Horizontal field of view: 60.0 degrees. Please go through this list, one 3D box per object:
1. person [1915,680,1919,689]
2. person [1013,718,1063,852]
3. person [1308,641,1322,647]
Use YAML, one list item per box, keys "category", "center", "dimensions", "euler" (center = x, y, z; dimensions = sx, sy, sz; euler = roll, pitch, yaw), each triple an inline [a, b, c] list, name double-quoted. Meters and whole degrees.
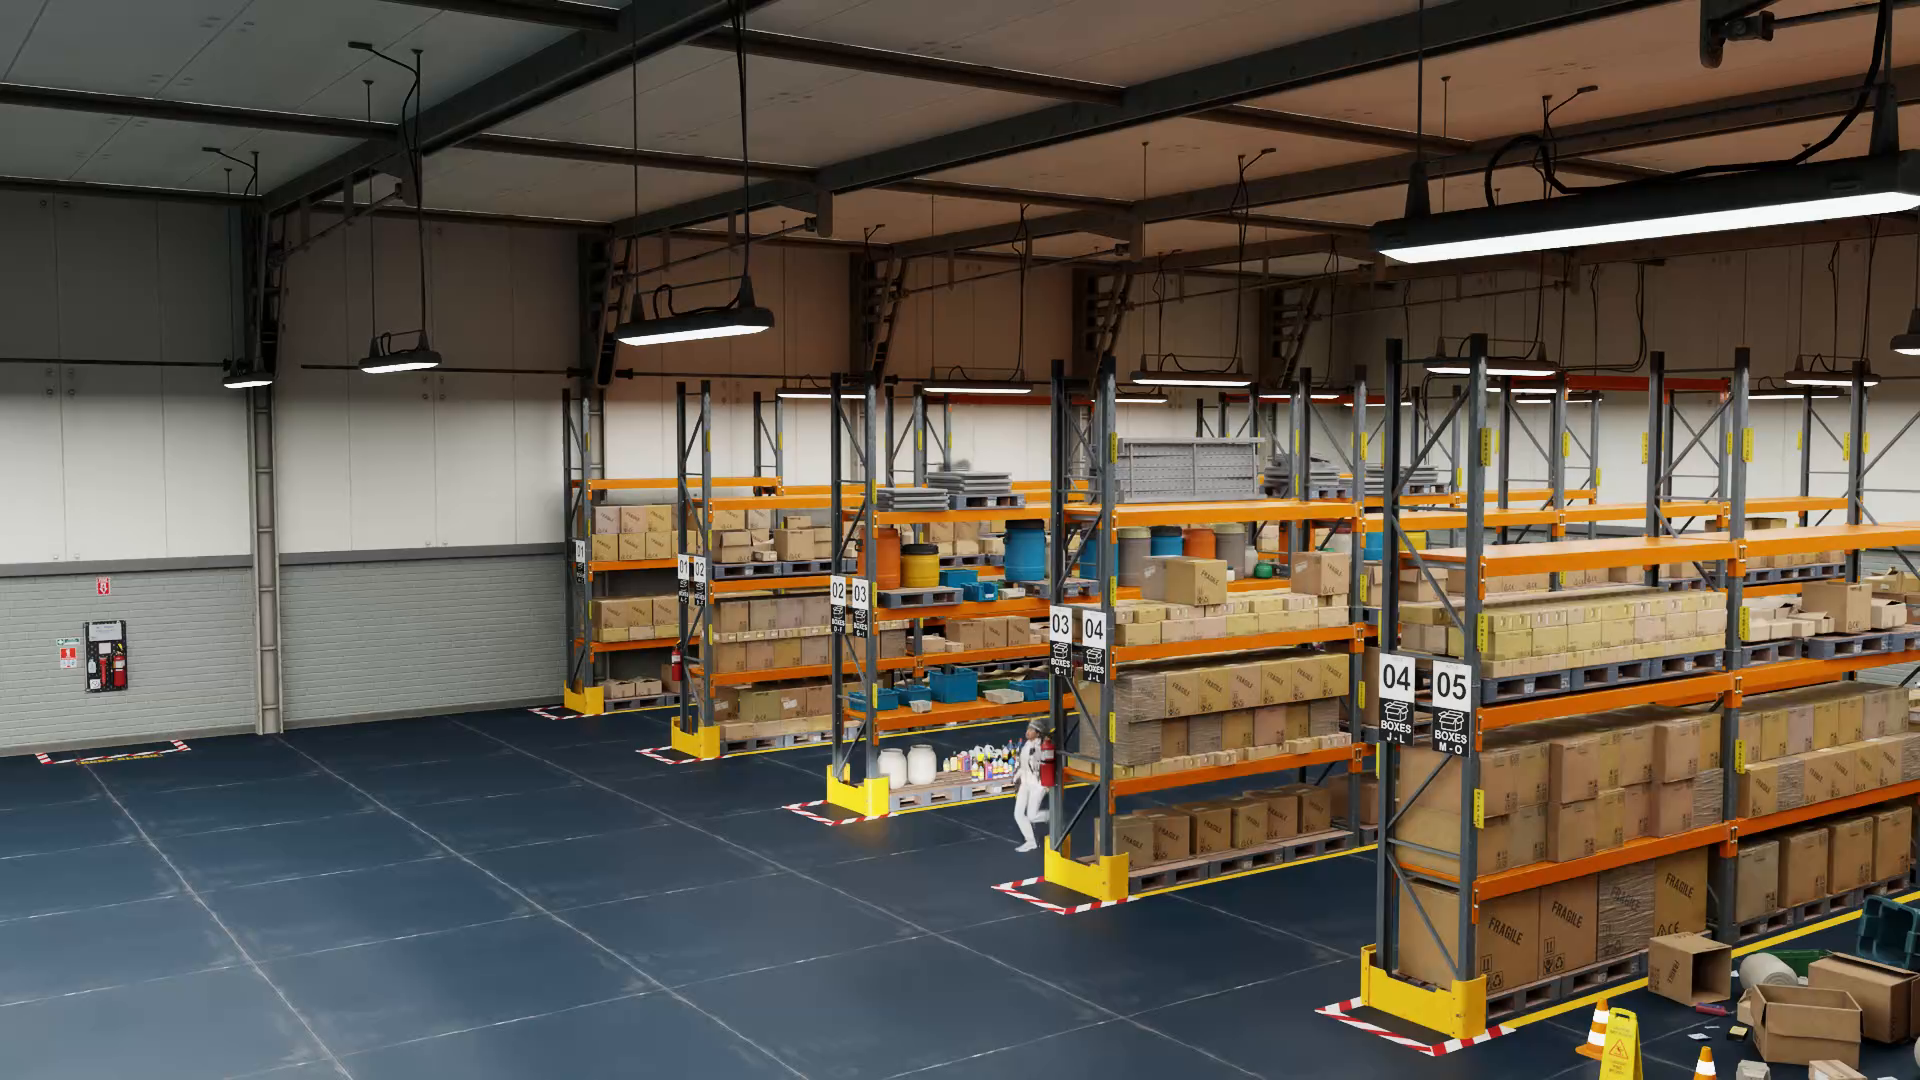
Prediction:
- category: "person"
  center: [13.523, 2.795, 23.290]
  dimensions: [0.824, 1.756, 0.610]
  euler: [-3, 5, -41]
- category: "person"
  center: [0.948, 3.026, 20.680]
  dimensions: [0.611, 1.659, 0.585]
  euler: [-2, 4, -32]
- category: "person"
  center: [6.836, 2.296, 31.909]
  dimensions: [0.572, 1.672, 0.764]
  euler: [3, 5, 39]
